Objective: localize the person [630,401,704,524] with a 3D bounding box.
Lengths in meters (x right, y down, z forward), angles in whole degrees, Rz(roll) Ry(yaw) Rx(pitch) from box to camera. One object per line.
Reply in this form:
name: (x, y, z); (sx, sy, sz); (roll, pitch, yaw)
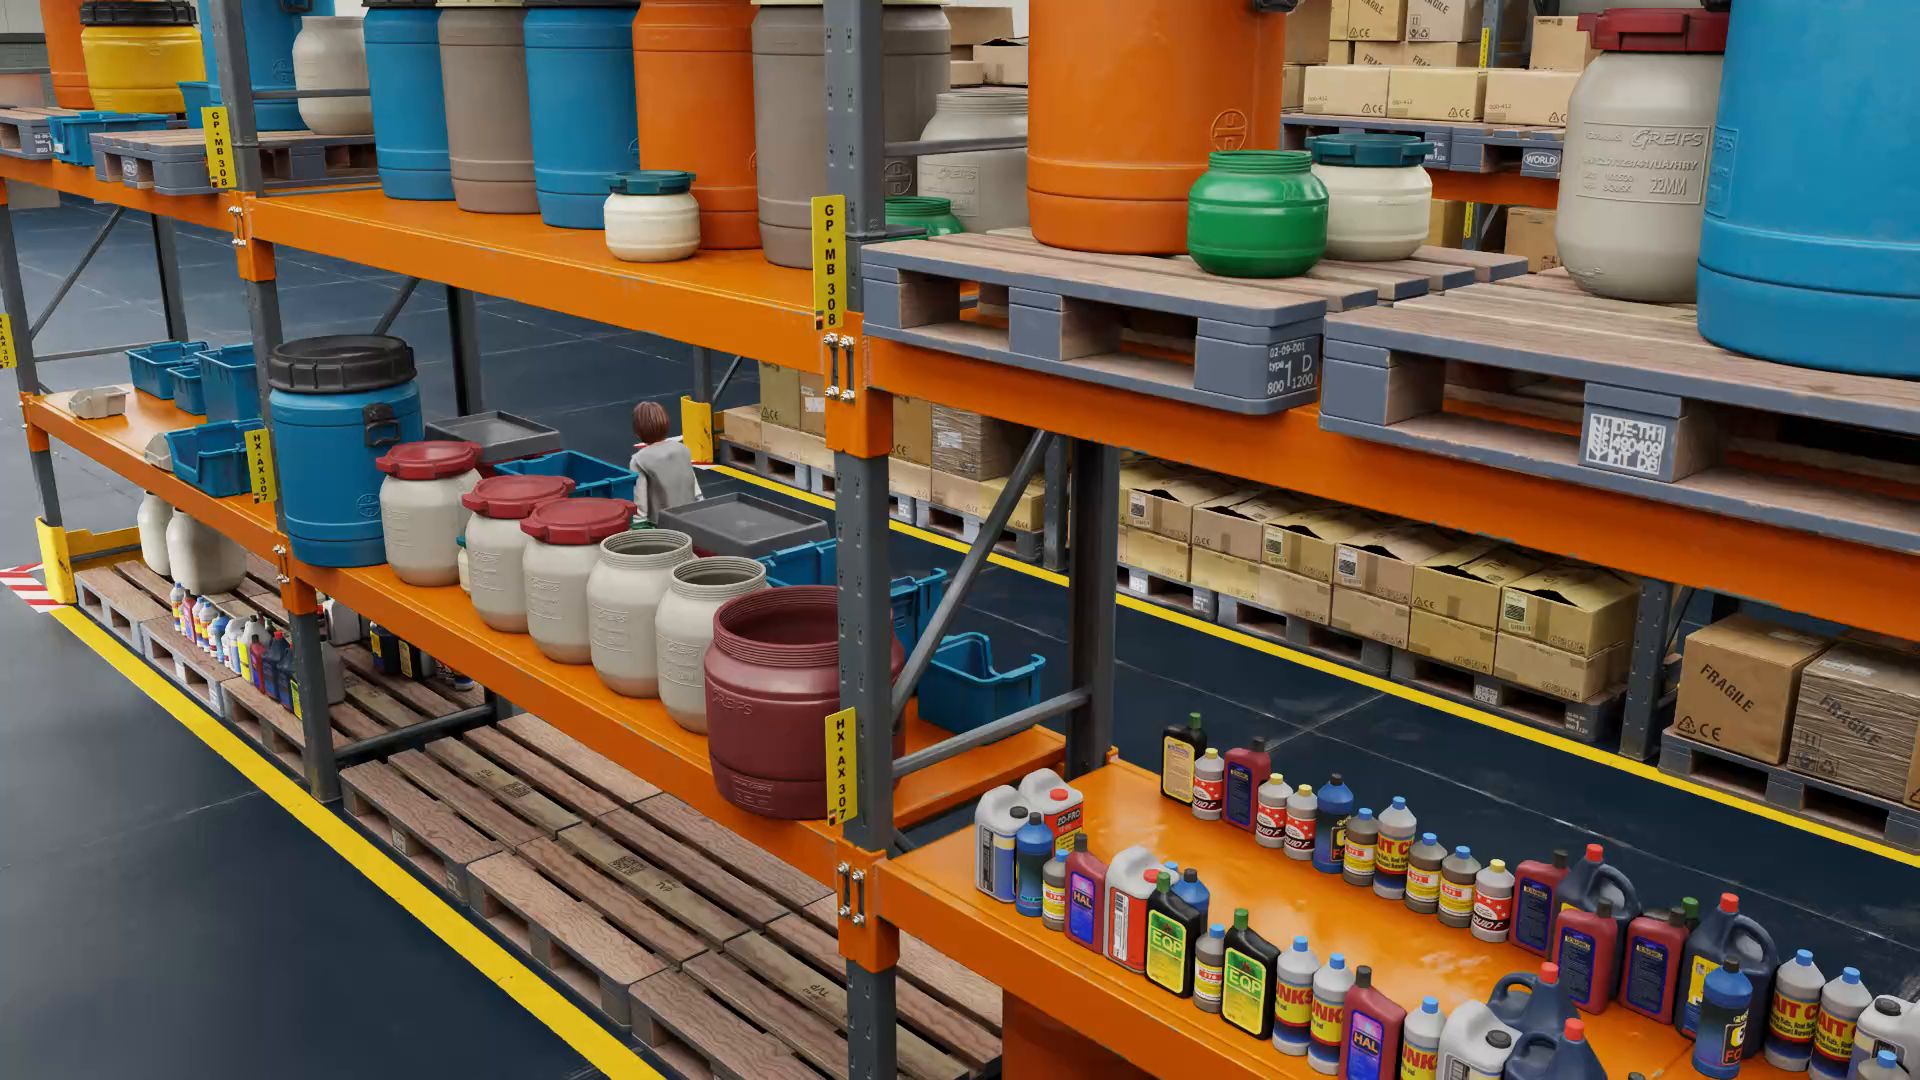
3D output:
person: (-1.572, 0.048, 8.933); (0.343, 1.582, 0.481); (17, 24, 42)
